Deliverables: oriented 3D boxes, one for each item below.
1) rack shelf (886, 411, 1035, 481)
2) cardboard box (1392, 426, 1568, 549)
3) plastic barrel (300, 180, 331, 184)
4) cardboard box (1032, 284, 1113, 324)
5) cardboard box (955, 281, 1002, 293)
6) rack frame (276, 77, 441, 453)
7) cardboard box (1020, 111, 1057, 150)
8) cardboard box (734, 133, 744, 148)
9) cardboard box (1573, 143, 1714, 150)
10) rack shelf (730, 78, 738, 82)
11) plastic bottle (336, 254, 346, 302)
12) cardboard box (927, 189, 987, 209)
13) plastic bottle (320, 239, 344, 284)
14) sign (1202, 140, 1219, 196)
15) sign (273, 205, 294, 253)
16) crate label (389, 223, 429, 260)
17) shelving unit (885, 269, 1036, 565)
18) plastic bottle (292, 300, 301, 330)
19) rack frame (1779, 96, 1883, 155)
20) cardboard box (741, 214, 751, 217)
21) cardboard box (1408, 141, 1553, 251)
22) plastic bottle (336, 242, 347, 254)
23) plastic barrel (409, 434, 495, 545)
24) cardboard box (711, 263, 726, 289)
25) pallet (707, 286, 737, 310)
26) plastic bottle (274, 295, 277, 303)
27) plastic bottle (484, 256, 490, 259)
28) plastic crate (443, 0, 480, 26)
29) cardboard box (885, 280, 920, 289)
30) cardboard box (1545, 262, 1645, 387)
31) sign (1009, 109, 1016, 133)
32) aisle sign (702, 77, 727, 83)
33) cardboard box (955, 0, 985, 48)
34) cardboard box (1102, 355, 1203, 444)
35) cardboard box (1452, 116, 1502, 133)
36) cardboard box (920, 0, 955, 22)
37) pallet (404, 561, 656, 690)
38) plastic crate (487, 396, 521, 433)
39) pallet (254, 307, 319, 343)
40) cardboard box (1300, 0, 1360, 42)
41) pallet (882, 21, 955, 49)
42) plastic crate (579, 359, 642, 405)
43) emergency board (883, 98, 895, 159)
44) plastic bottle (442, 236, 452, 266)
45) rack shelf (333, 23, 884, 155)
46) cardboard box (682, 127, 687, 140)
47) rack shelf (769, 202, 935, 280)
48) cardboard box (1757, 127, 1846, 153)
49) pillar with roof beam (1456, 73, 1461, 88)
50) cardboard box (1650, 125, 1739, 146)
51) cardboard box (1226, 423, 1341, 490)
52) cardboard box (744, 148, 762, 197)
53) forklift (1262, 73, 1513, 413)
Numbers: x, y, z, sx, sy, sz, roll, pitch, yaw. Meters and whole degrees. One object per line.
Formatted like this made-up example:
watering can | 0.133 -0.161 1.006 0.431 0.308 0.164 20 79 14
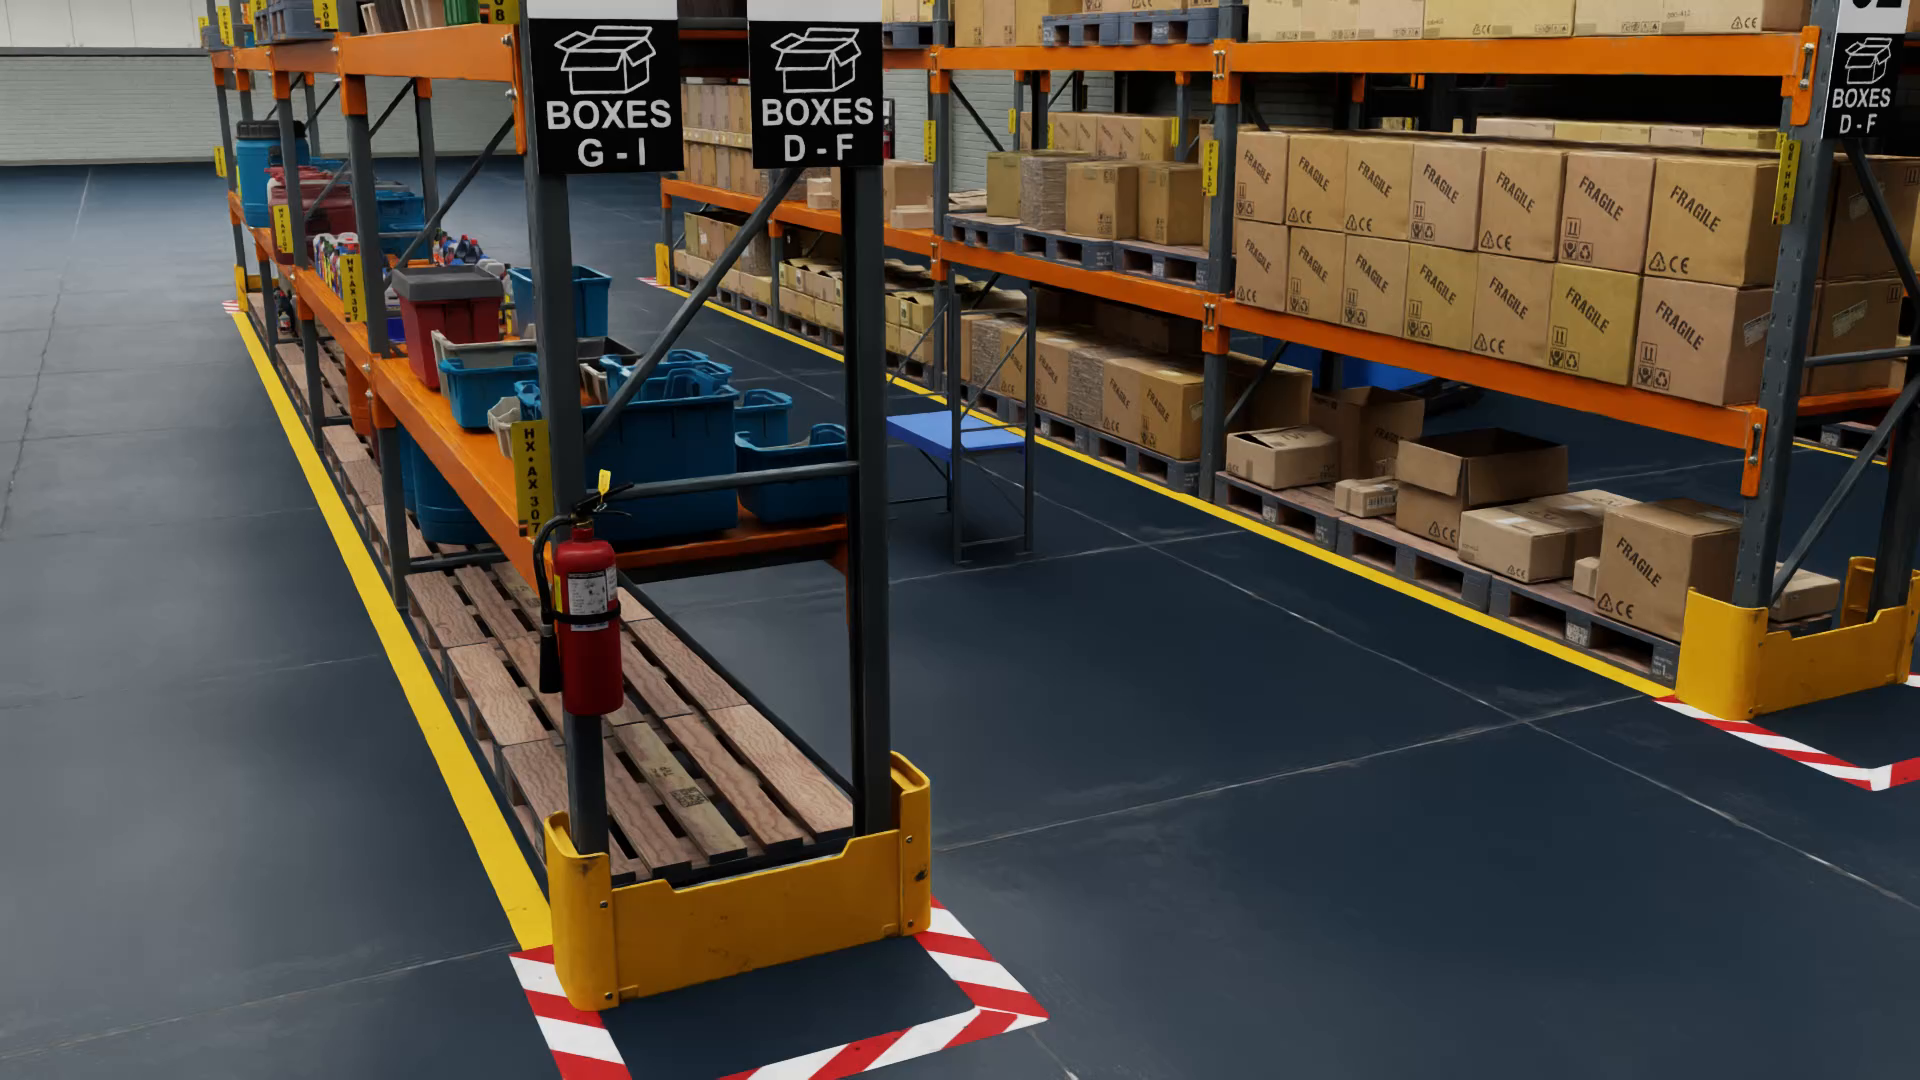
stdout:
rack shelf | -0.037 -0.569 9.667 0.538 0.185 1.000 -8 18 -25
cardboard box | 2.834 -0.298 9.079 0.797 0.503 0.637 -8 18 -25
plastic barrel | -5.028 -2.533 12.937 0.421 0.512 0.421 0 16 0
cardboard box | 0.903 -1.897 13.297 0.500 0.250 0.500 -7 17 -23
cardboard box | 0.051 -2.188 15.143 0.500 0.311 0.500 -8 18 -26
rack frame | -4.200 -2.146 11.790 1.000 3.000 0.127 -8 18 -25
cardboard box | 1.140 -5.470 22.250 0.500 0.500 0.500 -8 18 -25
cardboard box | -2.254 -4.389 18.250 0.380 0.149 0.250 -8 18 -25
cardboard box | 3.351 -1.684 8.186 0.500 0.500 0.500 -7 18 -24
rack shelf | -2.375 -5.327 18.742 1.077 0.370 4.000 -8 18 -25
plastic bottle | -3.694 -1.596 10.099 0.152 0.276 0.135 -8 18 -25
cardboard box | 0.036 -2.946 14.739 0.500 0.311 0.500 -8 18 -26
plastic bottle | -4.099 -1.825 10.897 0.152 0.276 0.135 -8 18 -25
sign | 1.509 -2.240 10.020 0.100 0.325 0.005 -8 18 -25
sign | -4.692 -2.156 11.530 0.100 0.325 0.005 -8 18 -25
crate label | -4.048 -2.215 12.335 0.303 0.233 0.416 -8 18 -25
shelving unit | -0.037 -0.742 9.617 0.538 1.500 1.048 -8 18 -25
plastic bottle | -6.364 -2.218 16.047 0.144 0.351 0.185 -8 18 -25
rack frame | 6.458 -2.351 12.505 1.000 3.000 0.127 -8 18 -25
cardboard box | -2.297 -3.624 19.807 0.500 0.500 0.500 -8 18 -25
cardboard box | 2.638 -1.746 8.403 0.500 0.500 0.500 -7 17 -23
plastic bottle | -4.018 -1.798 10.812 0.097 0.271 0.097 0 16 0
plastic barrel | -2.671 -0.484 9.042 0.600 0.901 0.708 -8 18 -25
cardboard box | -2.560 -3.075 19.252 0.500 0.250 0.500 -8 18 -25
pallet | -2.348 -2.900 19.474 1.003 0.211 1.213 -8 18 -25
plastic bottle | -6.687 -2.251 16.284 0.061 0.283 0.133 -6 17 -21
plastic bottle | -2.842 -1.572 10.024 0.097 0.271 0.097 0 16 0
plastic crate | -1.384 -1.712 5.225 0.450 0.188 0.336 -8 18 -25
cardboard box | -0.649 -2.247 15.349 0.500 0.311 0.500 -8 18 -25
cardboard box | 3.087 -1.014 7.665 0.500 0.500 0.500 -7 18 -24
sign | 0.713 -5.677 22.526 0.100 0.325 0.005 -8 18 -25
aisle sign | -3.015 -6.028 20.607 0.394 0.787 0.004 -8 18 -25
cardboard box | 0.475 -4.129 13.082 0.910 0.500 0.500 -8 18 -25
cardboard box | 1.324 -0.973 11.437 0.500 0.500 0.500 -8 18 -25
cardboard box | 4.685 -3.753 15.275 0.500 0.250 0.500 -7 18 -24
cardboard box | 0.005 -4.421 13.790 0.500 0.250 0.500 -9 18 -29
pallet | -2.091 0.364 8.099 1.003 0.211 1.213 -8 18 -25
plastic crate | -1.620 -0.455 6.269 0.298 0.136 0.250 -8 18 -25
pallet | -6.748 -2.272 17.284 1.003 0.211 1.213 -8 18 -25
cardboard box | 2.212 -2.846 9.065 0.500 0.250 0.500 -8 18 -25
pallet | -0.124 -4.252 14.034 1.213 0.211 1.003 -7 17 -22
plastic crate | -1.415 -0.661 6.984 0.293 0.136 0.466 -8 18 -25
emergency board | -1.392 -7.363 29.969 0.194 1.169 0.643 -8 18 -25
plastic bottle | -3.419 -1.899 11.163 0.097 0.271 0.097 0 16 0
rack shelf | -1.572 -1.754 6.291 1.077 0.370 4.000 -8 18 -25
cardboard box | -3.154 -4.898 20.025 0.380 0.149 0.250 -8 18 -26
rack shelf | -0.622 -2.894 15.700 1.077 0.370 4.000 -8 18 -25
cardboard box | 6.490 -3.058 12.852 0.500 0.250 0.500 -7 17 -23
pillar with roof beam | 1.044 -6.133 14.809 9.100 9.000 0.400 -8 18 -25
cardboard box | 5.808 -3.125 13.086 0.500 0.250 0.500 -7 18 -24
cardboard box | 1.996 -0.540 10.273 0.500 0.311 0.500 -8 18 -25
cardboard box | -1.935 -4.023 18.149 0.700 0.500 0.500 -8 18 -25
forklift | 3.681 -2.582 13.434 1.130 2.935 3.031 13 21 39
